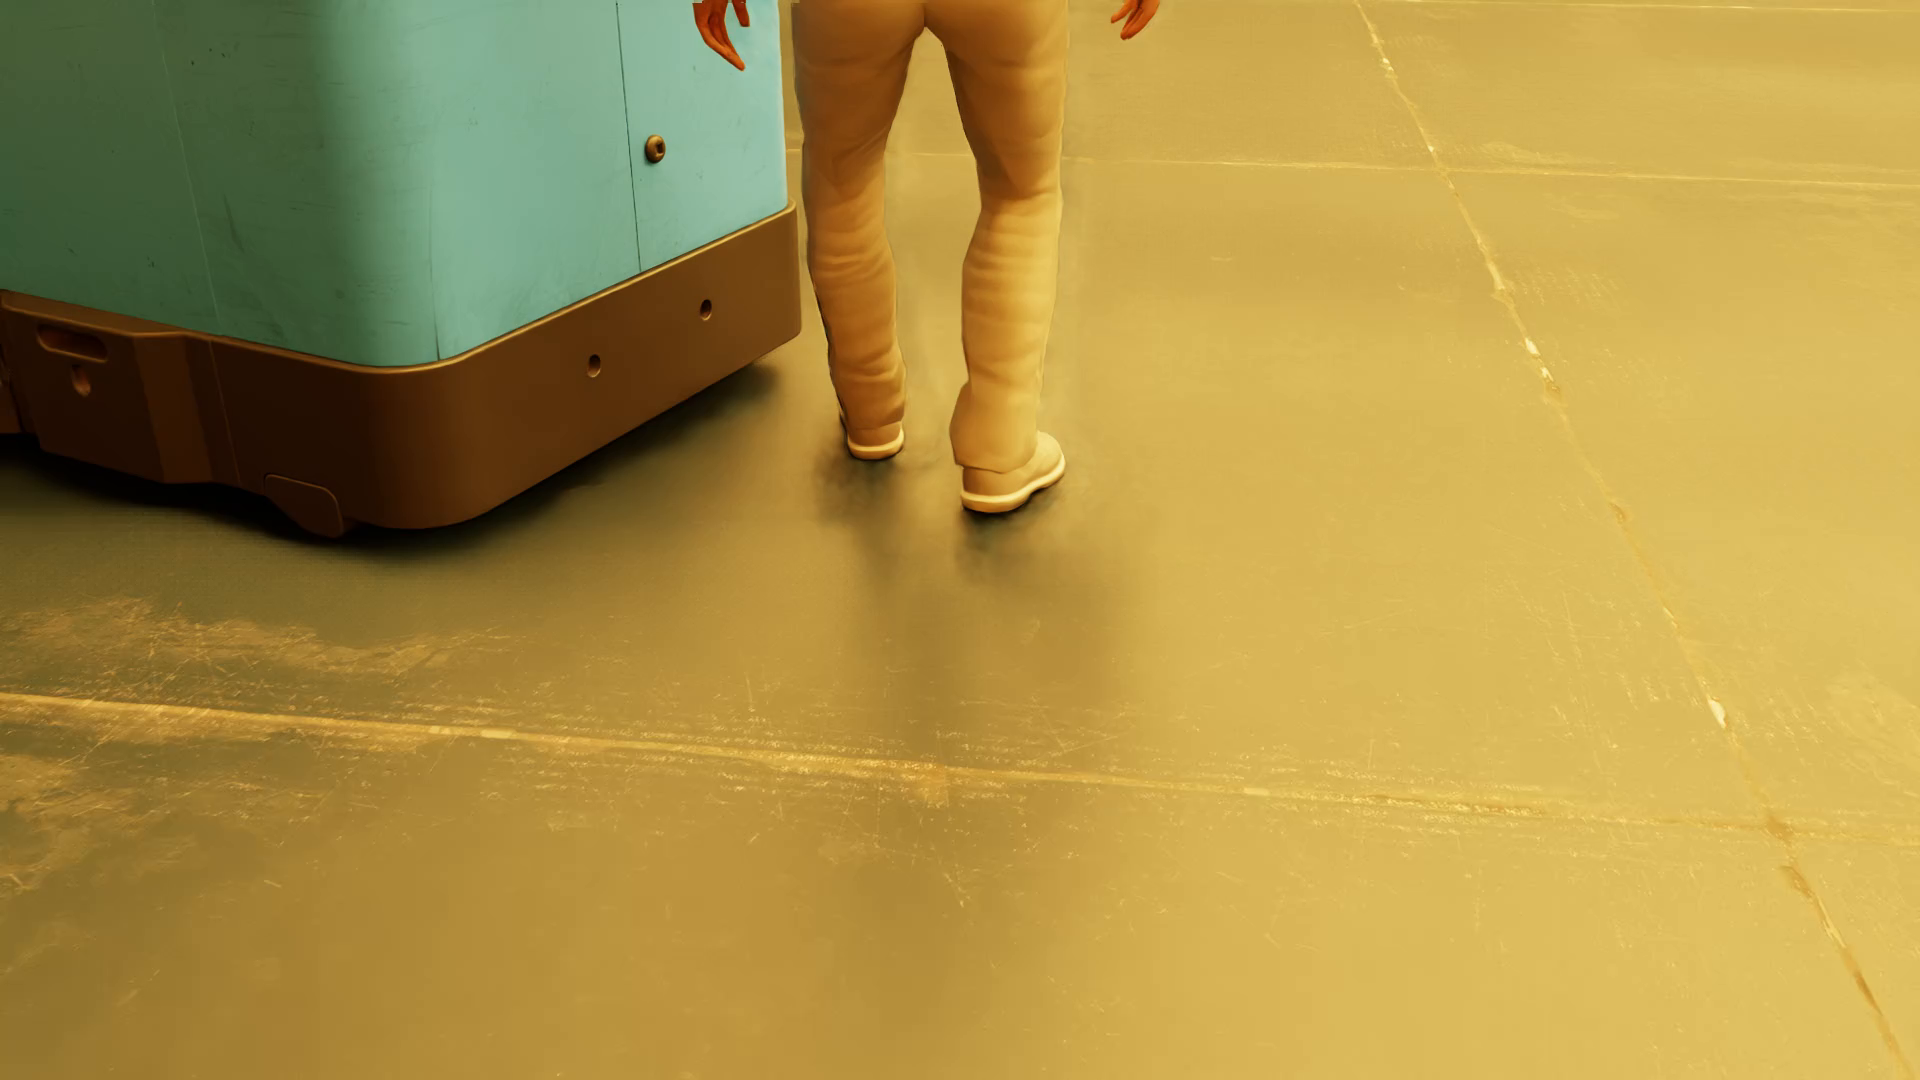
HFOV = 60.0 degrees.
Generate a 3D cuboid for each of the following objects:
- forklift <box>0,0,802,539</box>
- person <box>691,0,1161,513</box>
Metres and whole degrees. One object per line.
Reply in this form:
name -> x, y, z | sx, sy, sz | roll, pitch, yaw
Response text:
forklift -> -1.849, -1.760, 2.744 | 3.031, 2.935, 1.130 | 13, 29, 24
person -> -0.044, -0.856, 2.382 | 0.660, 1.648, 0.613 | -1, 27, -1
